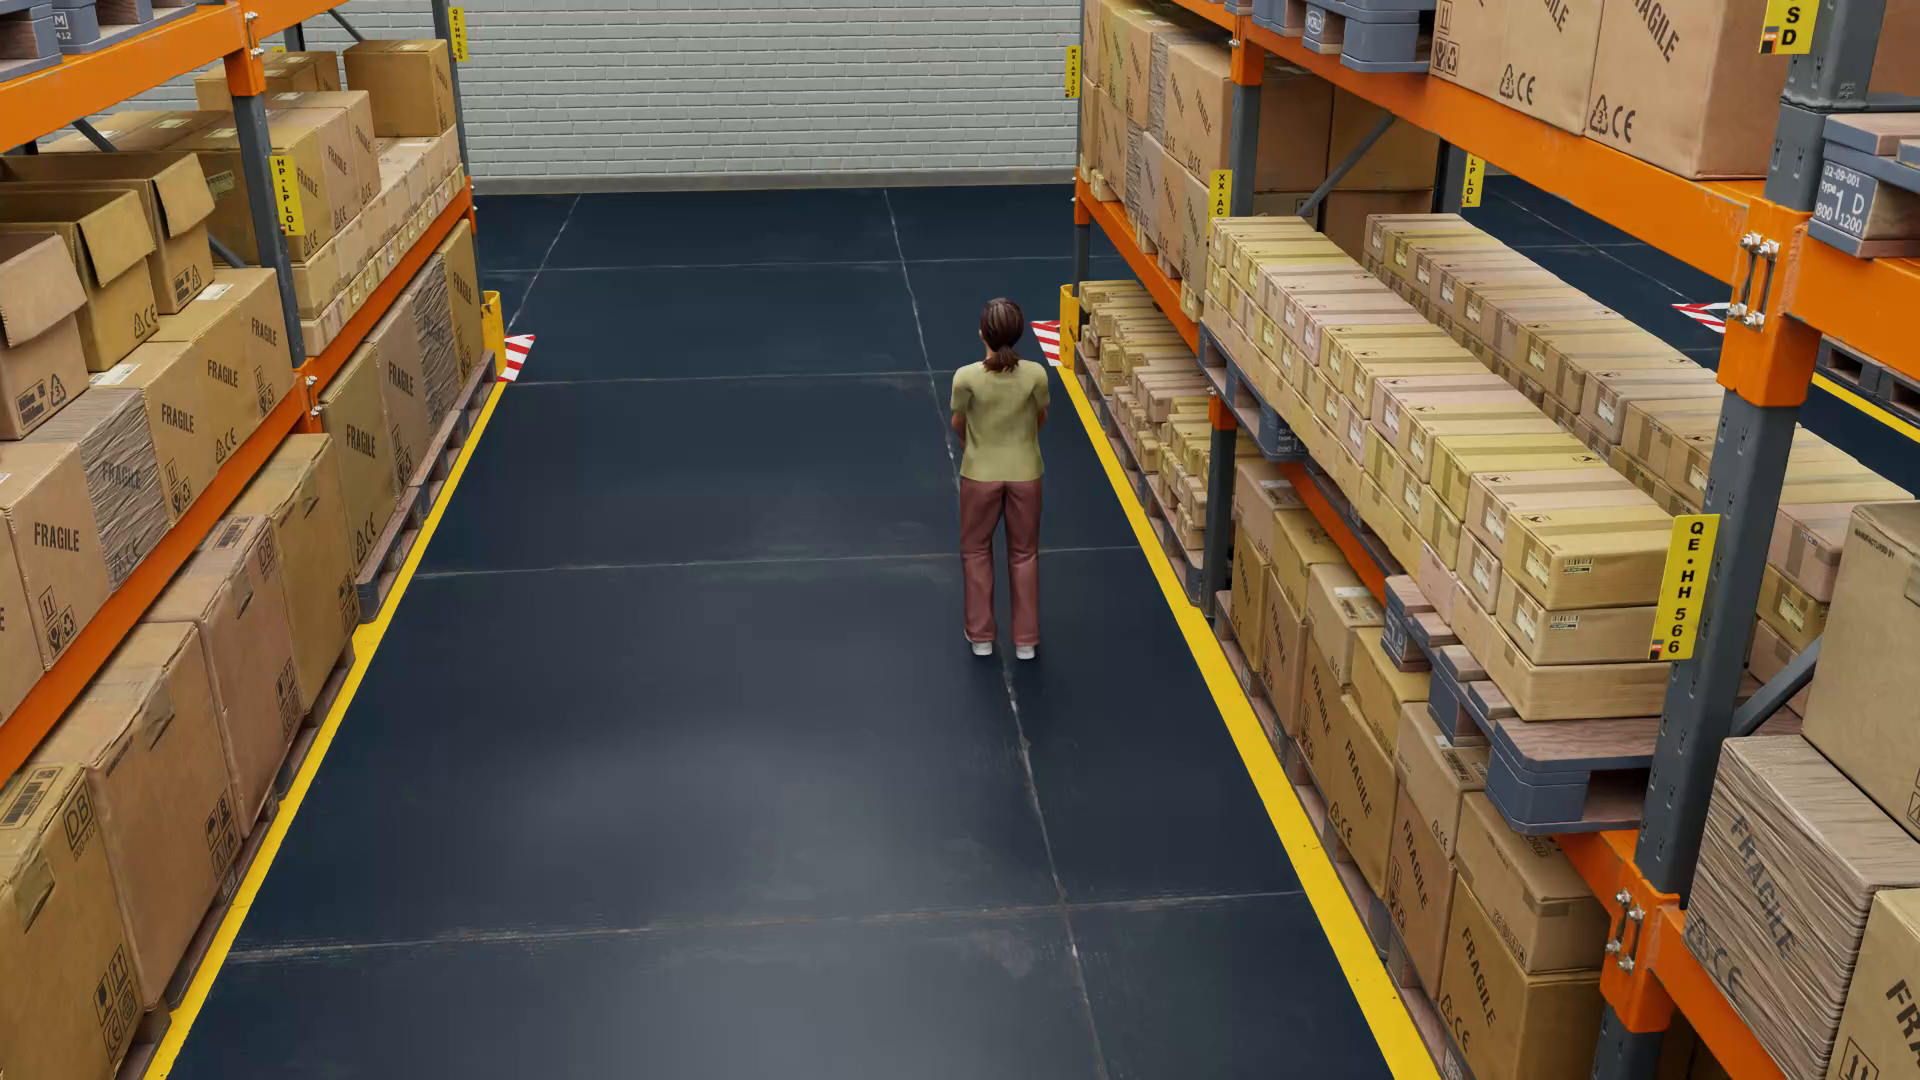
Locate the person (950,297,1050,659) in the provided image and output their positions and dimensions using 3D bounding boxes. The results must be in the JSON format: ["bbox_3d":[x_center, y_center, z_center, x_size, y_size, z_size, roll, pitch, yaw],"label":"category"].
[{"bbox_3d":[0.166,-0.281,7.252,0.428,1.662,0.552,-2,24,-5],"label":"person"}]
